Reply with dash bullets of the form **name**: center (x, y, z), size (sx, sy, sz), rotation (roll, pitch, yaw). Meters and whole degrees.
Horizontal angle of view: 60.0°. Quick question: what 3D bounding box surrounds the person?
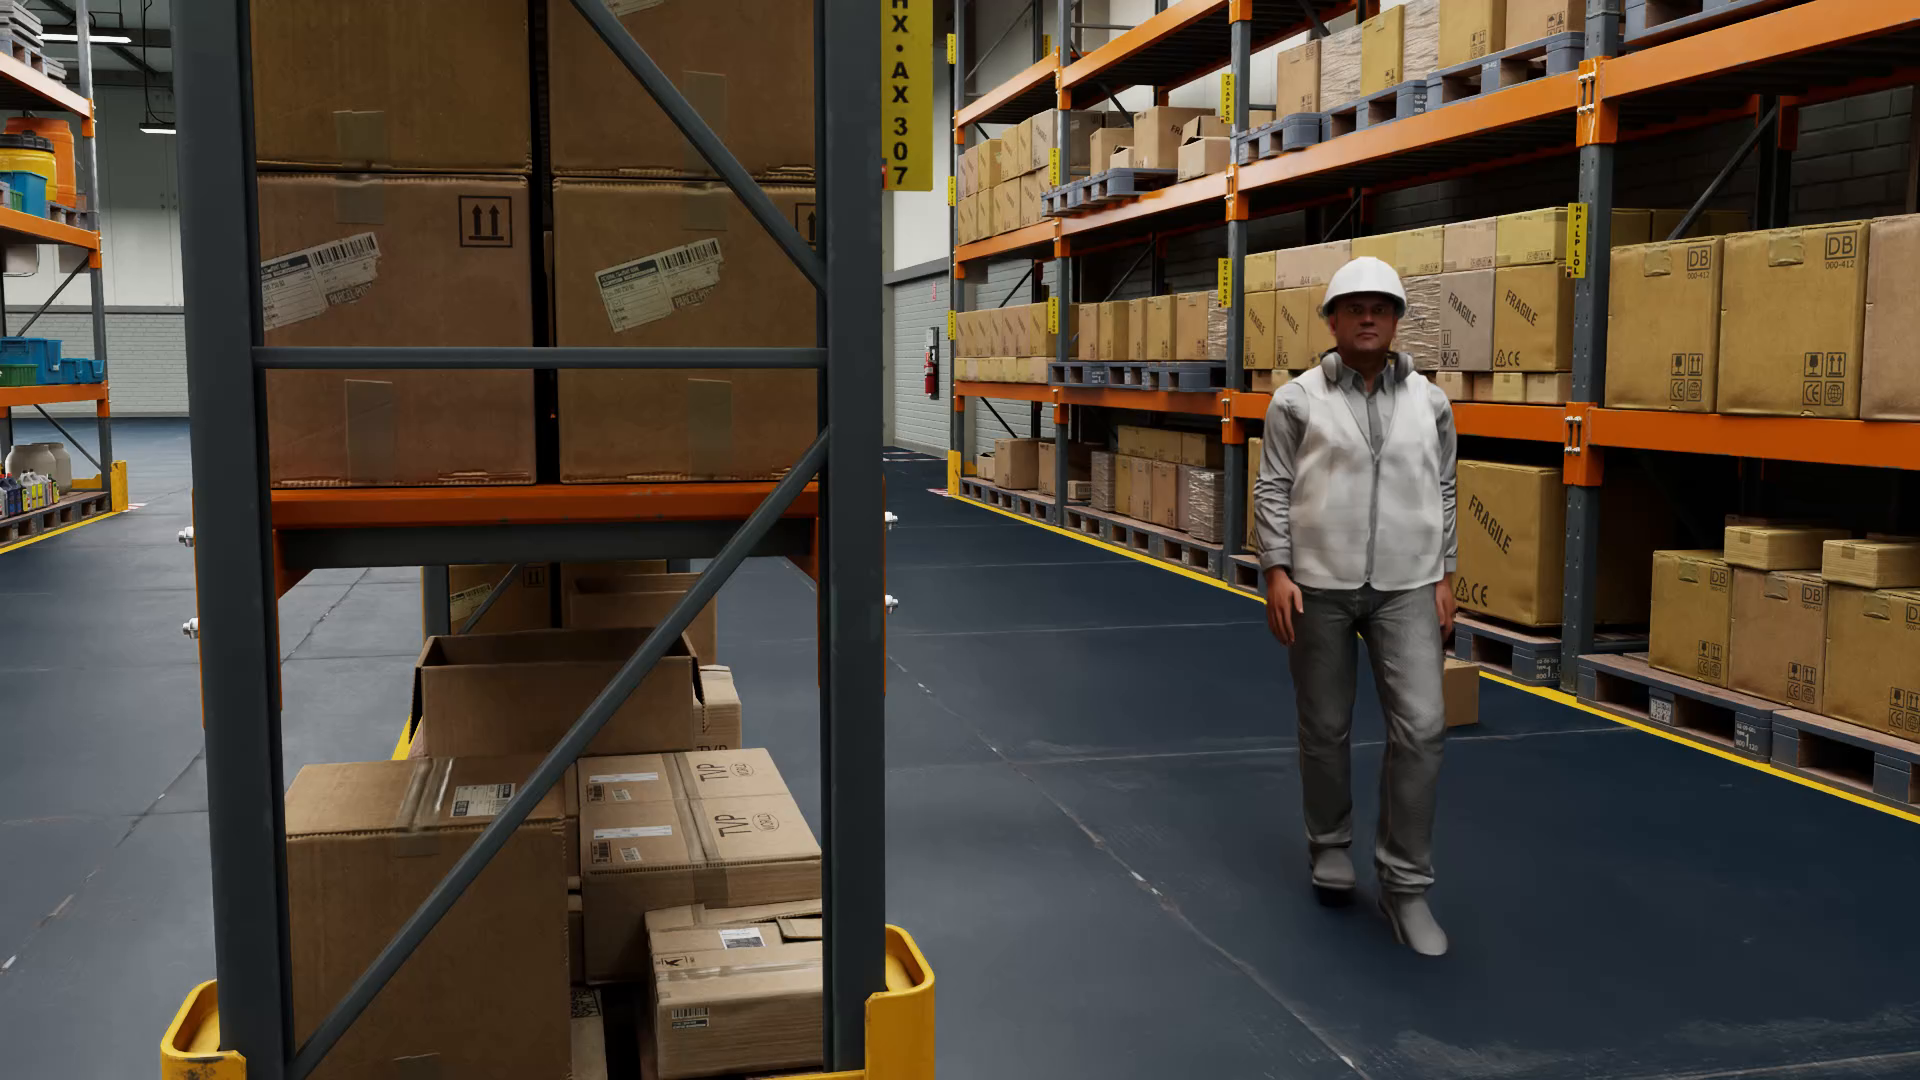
- **person**: center (1.076, 0.157, 4.481), size (0.571, 1.831, 0.667), rotation (0, 6, 4)
